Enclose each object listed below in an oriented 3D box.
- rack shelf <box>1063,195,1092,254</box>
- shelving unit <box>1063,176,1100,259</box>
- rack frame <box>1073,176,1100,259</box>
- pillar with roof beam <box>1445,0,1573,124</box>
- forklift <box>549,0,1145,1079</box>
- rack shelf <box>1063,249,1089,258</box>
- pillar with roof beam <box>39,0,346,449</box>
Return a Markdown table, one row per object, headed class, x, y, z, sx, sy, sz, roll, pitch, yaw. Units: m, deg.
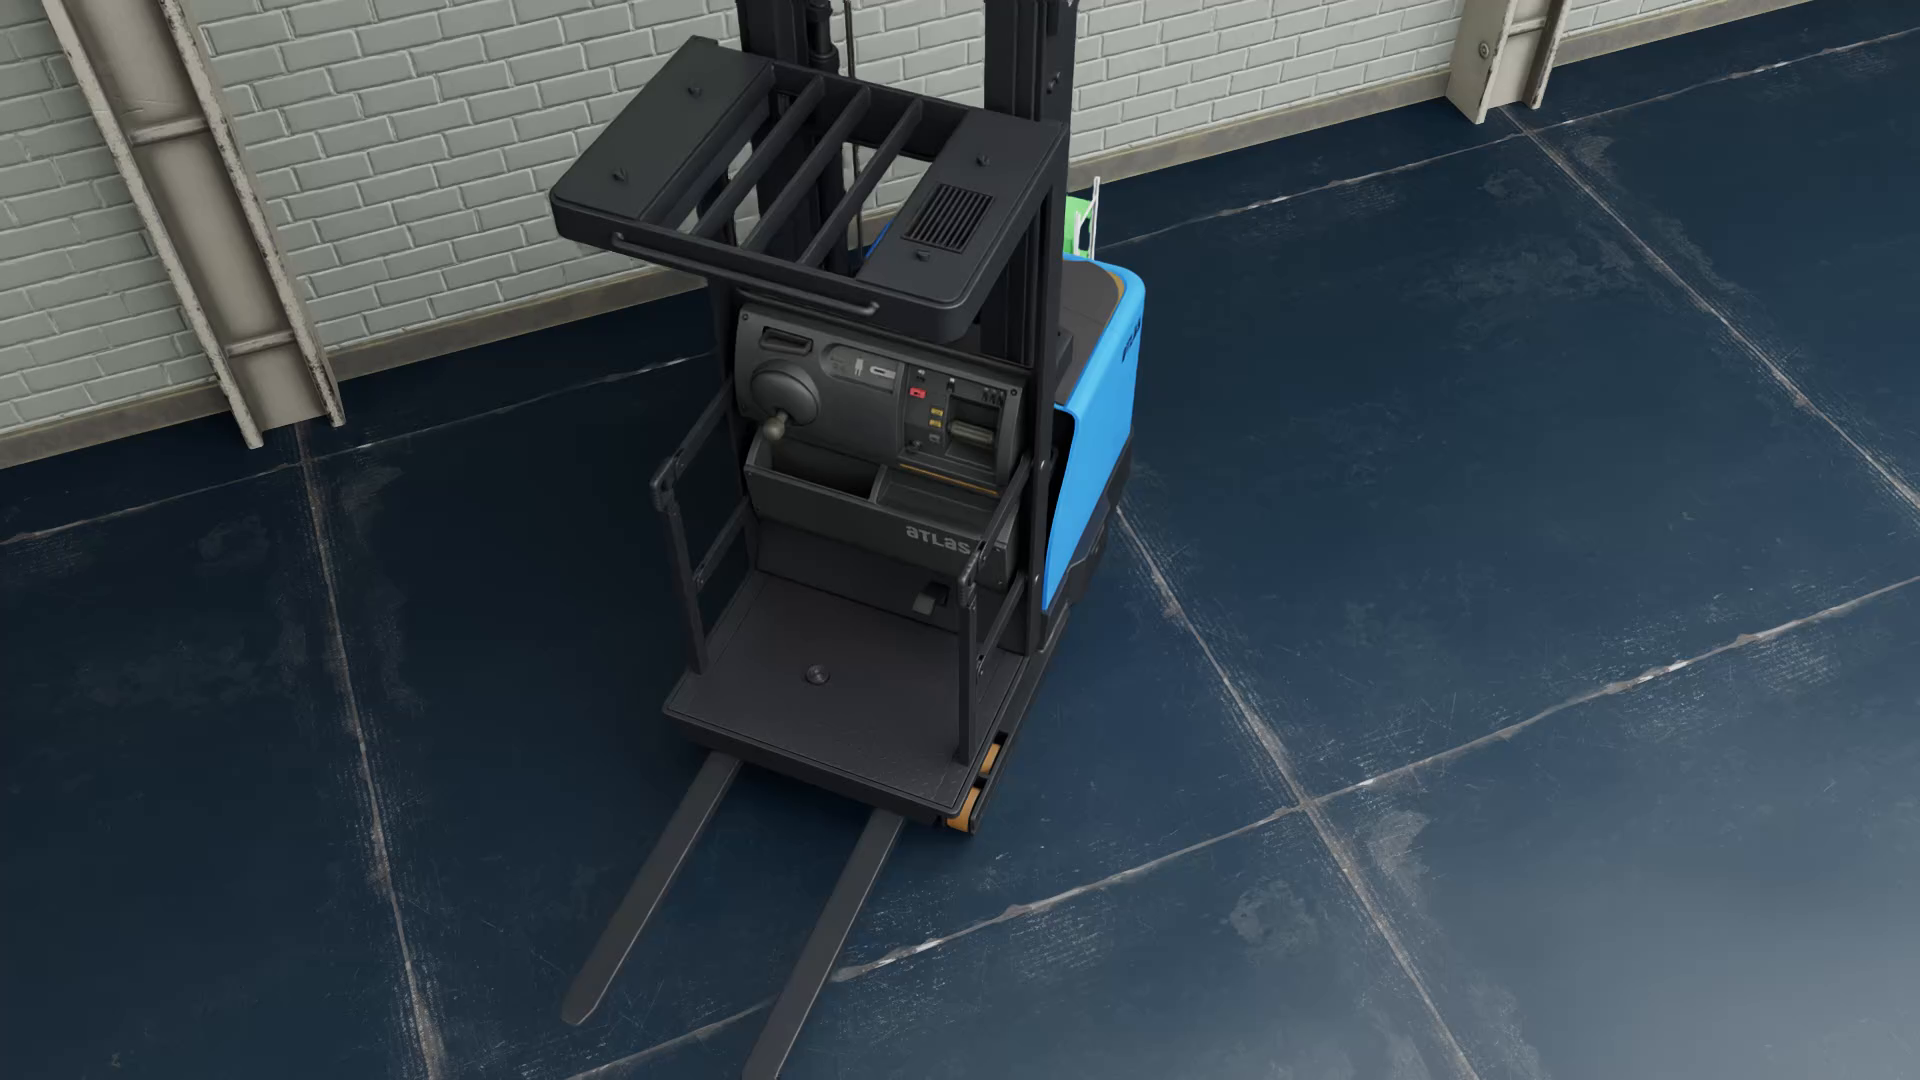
| class | x | y | z | sx | sy | sz | roll | pitch | yaw |
| --- | --- | --- | --- | --- | --- | --- | --- | --- | --- |
| rack shelf | 0.241 | -1.211 | 6.292 | 0.480 | 0.148 | 0.258 | 17 | 51 | 14 |
| shelving unit | 0.241 | -0.940 | 6.607 | 0.503 | 1.200 | 0.258 | 17 | 51 | 14 |
| rack frame | 0.468 | -0.873 | 6.549 | 0.015 | 1.200 | 0.240 | 17 | 51 | 14 |
| pillar with roof beam | 4.352 | -2.170 | 2.523 | 0.400 | 9.000 | 9.100 | -17 | 52 | -14 |
| forklift | -0.337 | -0.324 | 4.937 | 1.130 | 2.935 | 3.031 | 17 | 51 | 14 |
| rack shelf | 0.241 | -1.055 | 6.474 | 0.480 | 0.148 | 0.258 | 17 | 51 | 14 |
| pillar with roof beam | -1.202 | -0.449 | 1.045 | 0.400 | 9.000 | 9.100 | -17 | 52 | -14 |
